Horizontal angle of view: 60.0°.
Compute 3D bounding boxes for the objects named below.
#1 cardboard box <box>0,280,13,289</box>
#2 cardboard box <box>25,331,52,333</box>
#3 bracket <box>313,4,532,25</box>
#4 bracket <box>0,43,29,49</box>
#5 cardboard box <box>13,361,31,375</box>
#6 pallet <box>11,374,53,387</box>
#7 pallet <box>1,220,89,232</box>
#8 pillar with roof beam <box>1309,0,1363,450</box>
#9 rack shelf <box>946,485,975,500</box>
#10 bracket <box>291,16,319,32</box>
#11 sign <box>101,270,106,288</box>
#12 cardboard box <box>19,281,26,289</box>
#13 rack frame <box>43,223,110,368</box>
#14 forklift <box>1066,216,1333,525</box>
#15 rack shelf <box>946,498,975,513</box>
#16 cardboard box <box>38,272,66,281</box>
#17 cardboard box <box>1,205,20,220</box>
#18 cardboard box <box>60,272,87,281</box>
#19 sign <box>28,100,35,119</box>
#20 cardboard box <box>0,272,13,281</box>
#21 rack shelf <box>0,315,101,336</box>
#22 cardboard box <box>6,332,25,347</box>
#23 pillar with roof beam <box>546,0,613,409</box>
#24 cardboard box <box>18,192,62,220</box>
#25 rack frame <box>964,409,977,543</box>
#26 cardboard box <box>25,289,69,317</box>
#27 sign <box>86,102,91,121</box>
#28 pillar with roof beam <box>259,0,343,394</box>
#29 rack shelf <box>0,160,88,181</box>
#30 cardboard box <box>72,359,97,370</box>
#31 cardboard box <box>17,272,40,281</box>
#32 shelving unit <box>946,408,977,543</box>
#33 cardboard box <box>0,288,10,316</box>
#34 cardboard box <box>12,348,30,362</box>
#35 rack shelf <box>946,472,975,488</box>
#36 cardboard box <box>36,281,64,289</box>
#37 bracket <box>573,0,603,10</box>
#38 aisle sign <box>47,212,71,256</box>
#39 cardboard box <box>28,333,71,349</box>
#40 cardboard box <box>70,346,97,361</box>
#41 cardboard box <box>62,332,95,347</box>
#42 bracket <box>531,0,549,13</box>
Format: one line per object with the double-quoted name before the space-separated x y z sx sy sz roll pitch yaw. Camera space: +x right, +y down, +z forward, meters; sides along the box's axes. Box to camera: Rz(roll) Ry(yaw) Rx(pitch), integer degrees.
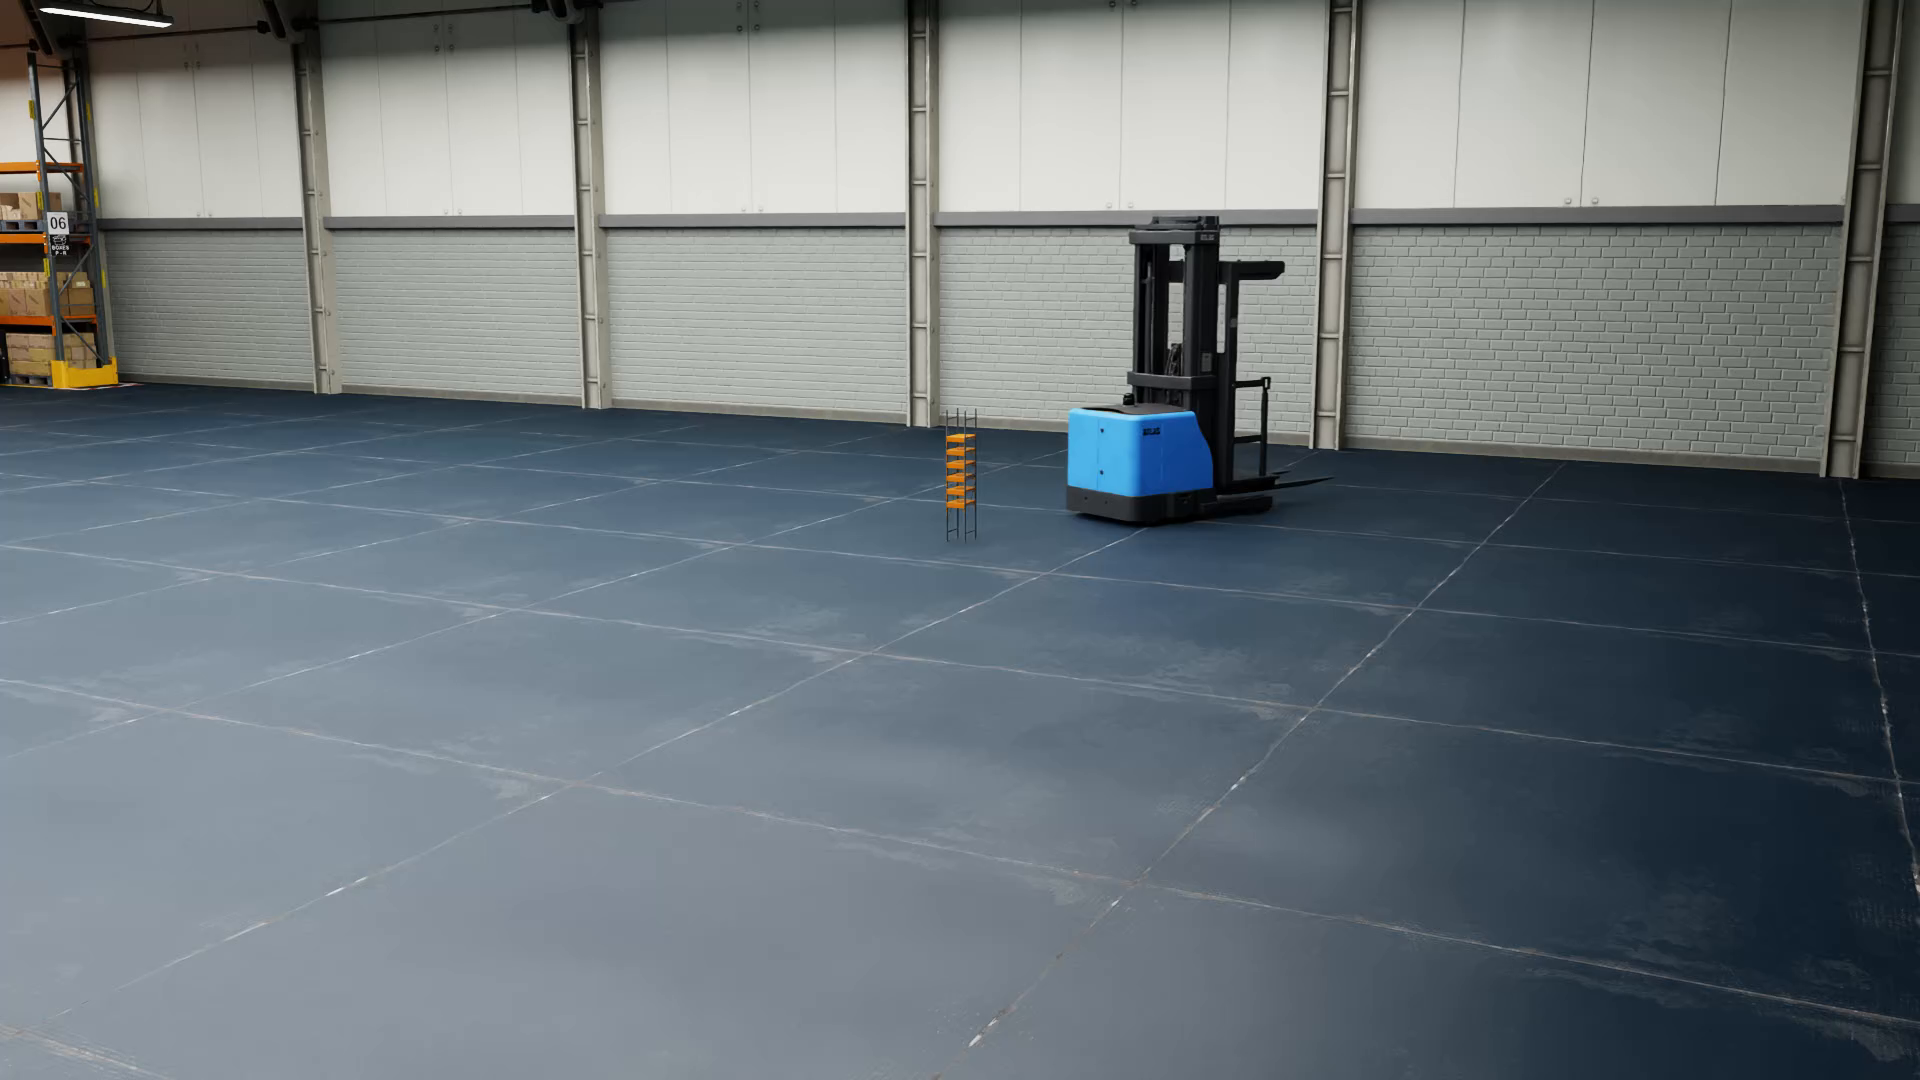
"cardboard box" -17.819 -4.815 31.310 0.250 0.149 0.380 5 11 24
"cardboard box" -17.699 -3.877 31.964 0.500 0.250 0.500 5 11 25
"bracket" -8.763 -8.539 27.036 4.783 0.066 0.076 5 11 26
"bracket" -19.524 -9.485 32.261 4.783 0.066 0.076 5 11 26
"cardboard box" -17.462 -3.264 31.386 0.500 0.250 0.500 5 11 26
"pallet" -17.163 -3.065 31.572 1.213 0.211 1.003 5 11 26
"pallet" -17.081 -5.876 31.099 1.213 0.211 1.003 5 11 26
"pillar with roof beam" 2.934 -4.956 17.344 0.400 9.000 9.100 5 11 26
"rack shelf" 0.013 -0.427 15.146 0.180 0.103 0.258 5 11 26
"bracket" -11.089 -8.743 28.165 0.430 0.232 0.235 5 11 26
"sign" -16.208 -4.937 31.431 0.005 0.325 0.100 5 11 26
"cardboard box" -17.342 -4.780 31.117 0.250 0.149 0.380 5 12 27
"rack frame" -16.459 -4.383 31.028 0.127 3.000 1.000 5 11 26
"forklift" 2.542 -1.773 16.795 3.031 2.935 1.130 -8 13 -36
"rack shelf" 0.013 -0.309 15.168 0.180 0.103 0.258 5 11 26
"cardboard box" -16.873 -4.893 30.905 0.250 0.149 0.380 5 11 26
"cardboard box" -17.564 -6.086 30.930 0.258 0.266 0.396 5 11 26
"cardboard box" -16.665 -4.959 31.269 0.250 0.149 0.380 5 11 25
"sign" -16.712 -7.749 29.931 0.005 0.325 0.100 5 11 26
"cardboard box" -17.828 -4.958 31.264 0.250 0.149 0.380 5 12 27
"rack shelf" -18.252 -4.187 31.963 4.000 0.370 1.077 5 11 26
"cardboard box" -17.927 -3.793 31.500 0.500 0.250 0.500 5 11 27
"pillar with roof beam" -7.828 -5.901 22.568 0.548 9.000 9.100 5 11 26
"cardboard box" -16.964 -6.161 30.683 0.500 0.500 0.500 5 12 28
"rack frame" 0.095 -0.582 15.077 0.006 1.200 0.240 5 11 26
"cardboard box" -17.016 -4.430 31.001 0.500 0.500 0.500 5 11 25
"sign" -16.208 -7.961 30.883 0.005 0.325 0.100 5 11 26
"pillar with roof beam" -13.208 -6.374 25.181 0.548 9.000 9.100 5 11 26
"rack shelf" -18.252 -6.942 31.464 4.000 0.370 1.077 5 11 26
"cardboard box" -16.813 -3.307 31.622 0.500 0.250 0.500 5 11 26
"cardboard box" -17.355 -4.924 31.075 0.250 0.149 0.380 5 12 27
"shelving unit" 0.013 -0.589 15.117 0.189 1.200 0.258 5 11 26
"cardboard box" -17.937 -4.512 31.458 0.500 0.500 0.500 5 11 25
"cardboard box" -17.479 -3.513 31.355 0.500 0.250 0.500 5 11 25
"rack shelf" 0.013 -0.546 15.125 0.180 0.103 0.258 5 11 26
"cardboard box" -16.894 -4.734 30.865 0.250 0.149 0.380 5 11 27
"bracket" -5.708 -8.271 25.553 0.430 0.232 0.235 5 11 26
"aisle sign" -16.530 -5.611 30.509 0.004 0.787 0.394 5 11 26
"cardboard box" -17.010 -3.716 31.072 0.500 0.250 0.500 5 12 28
"cardboard box" -16.788 -3.553 31.579 0.500 0.250 0.500 5 12 27
"cardboard box" -16.806 -3.797 31.523 0.500 0.250 0.500 5 11 25
"bracket" -6.452 -8.336 25.914 0.430 0.232 0.235 5 11 26
